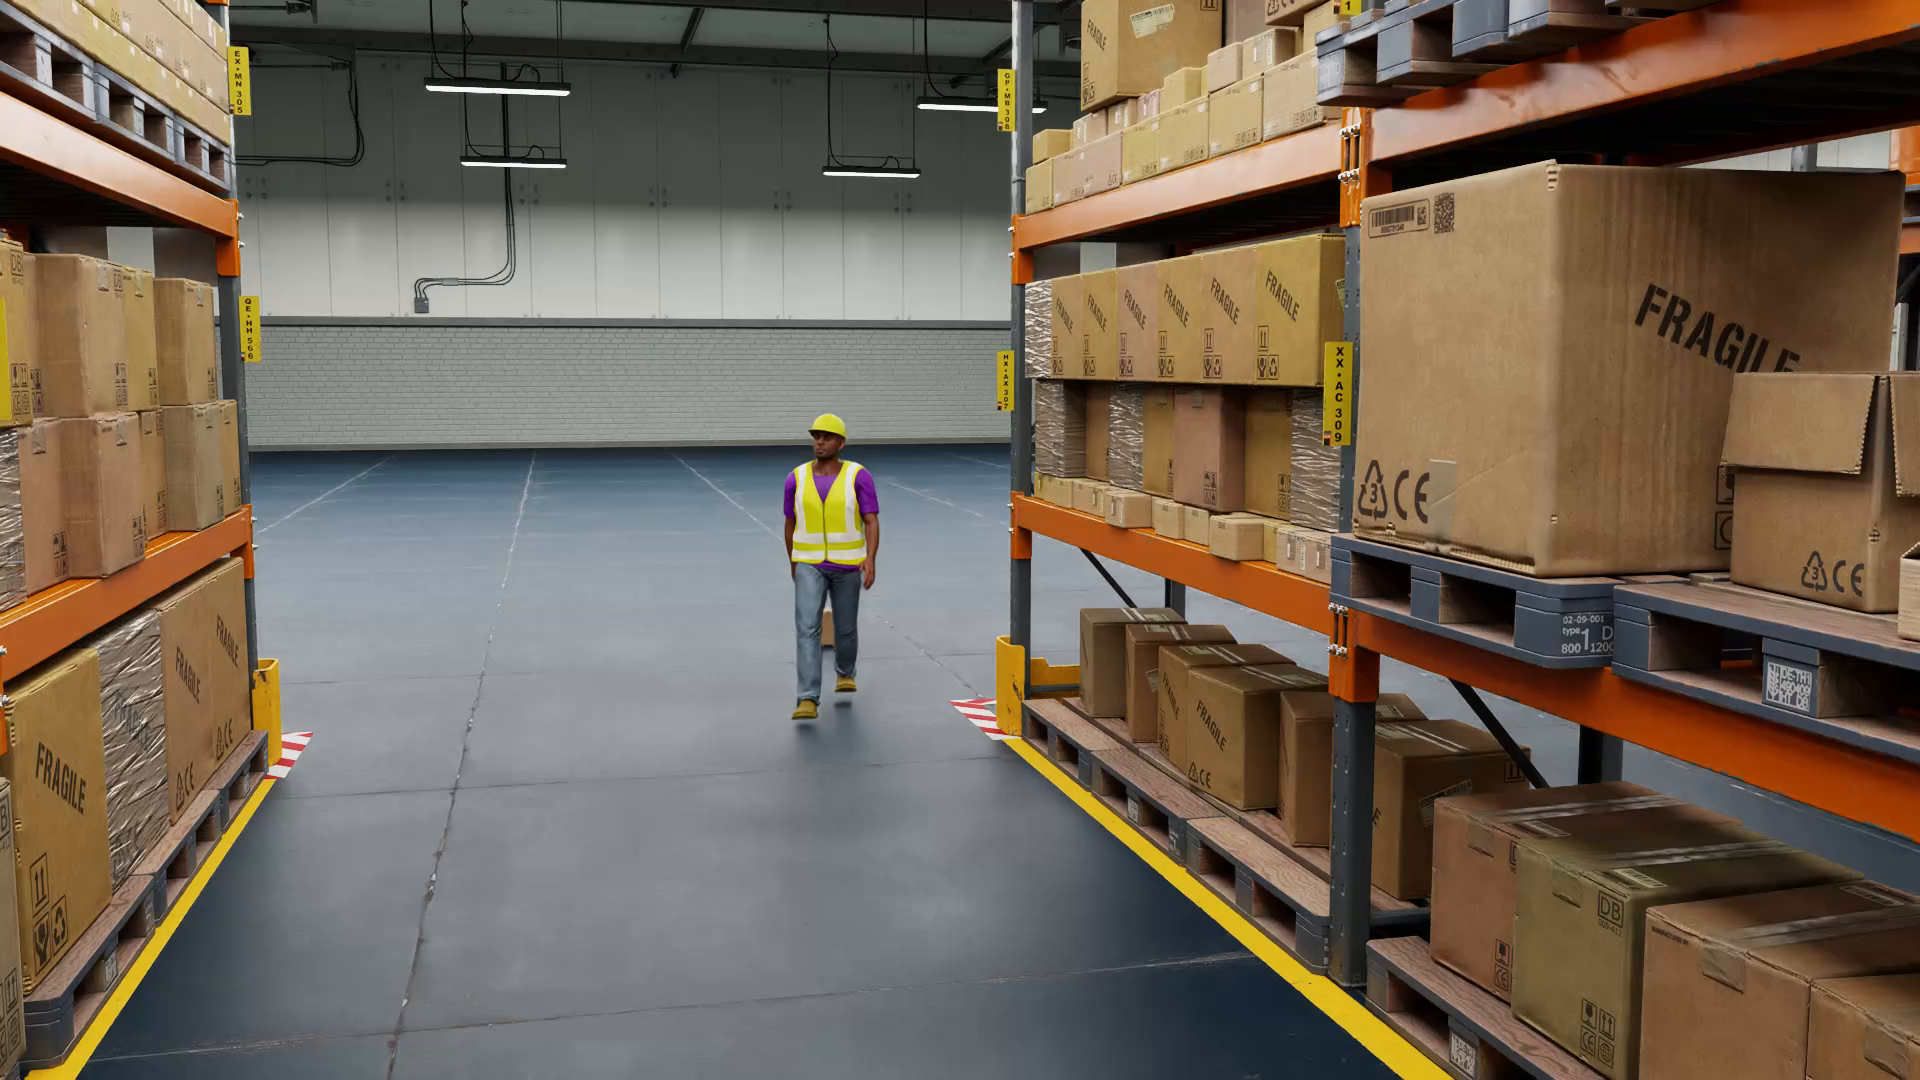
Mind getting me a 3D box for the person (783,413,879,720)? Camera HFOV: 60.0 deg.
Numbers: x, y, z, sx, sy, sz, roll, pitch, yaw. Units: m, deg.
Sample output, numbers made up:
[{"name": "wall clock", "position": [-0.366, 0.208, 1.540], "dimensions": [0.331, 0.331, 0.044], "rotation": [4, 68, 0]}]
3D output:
[{"name": "person", "position": [-0.748, 0.135, 9.581], "dimensions": [0.569, 1.721, 1.048], "rotation": [0, 6, 0]}]
